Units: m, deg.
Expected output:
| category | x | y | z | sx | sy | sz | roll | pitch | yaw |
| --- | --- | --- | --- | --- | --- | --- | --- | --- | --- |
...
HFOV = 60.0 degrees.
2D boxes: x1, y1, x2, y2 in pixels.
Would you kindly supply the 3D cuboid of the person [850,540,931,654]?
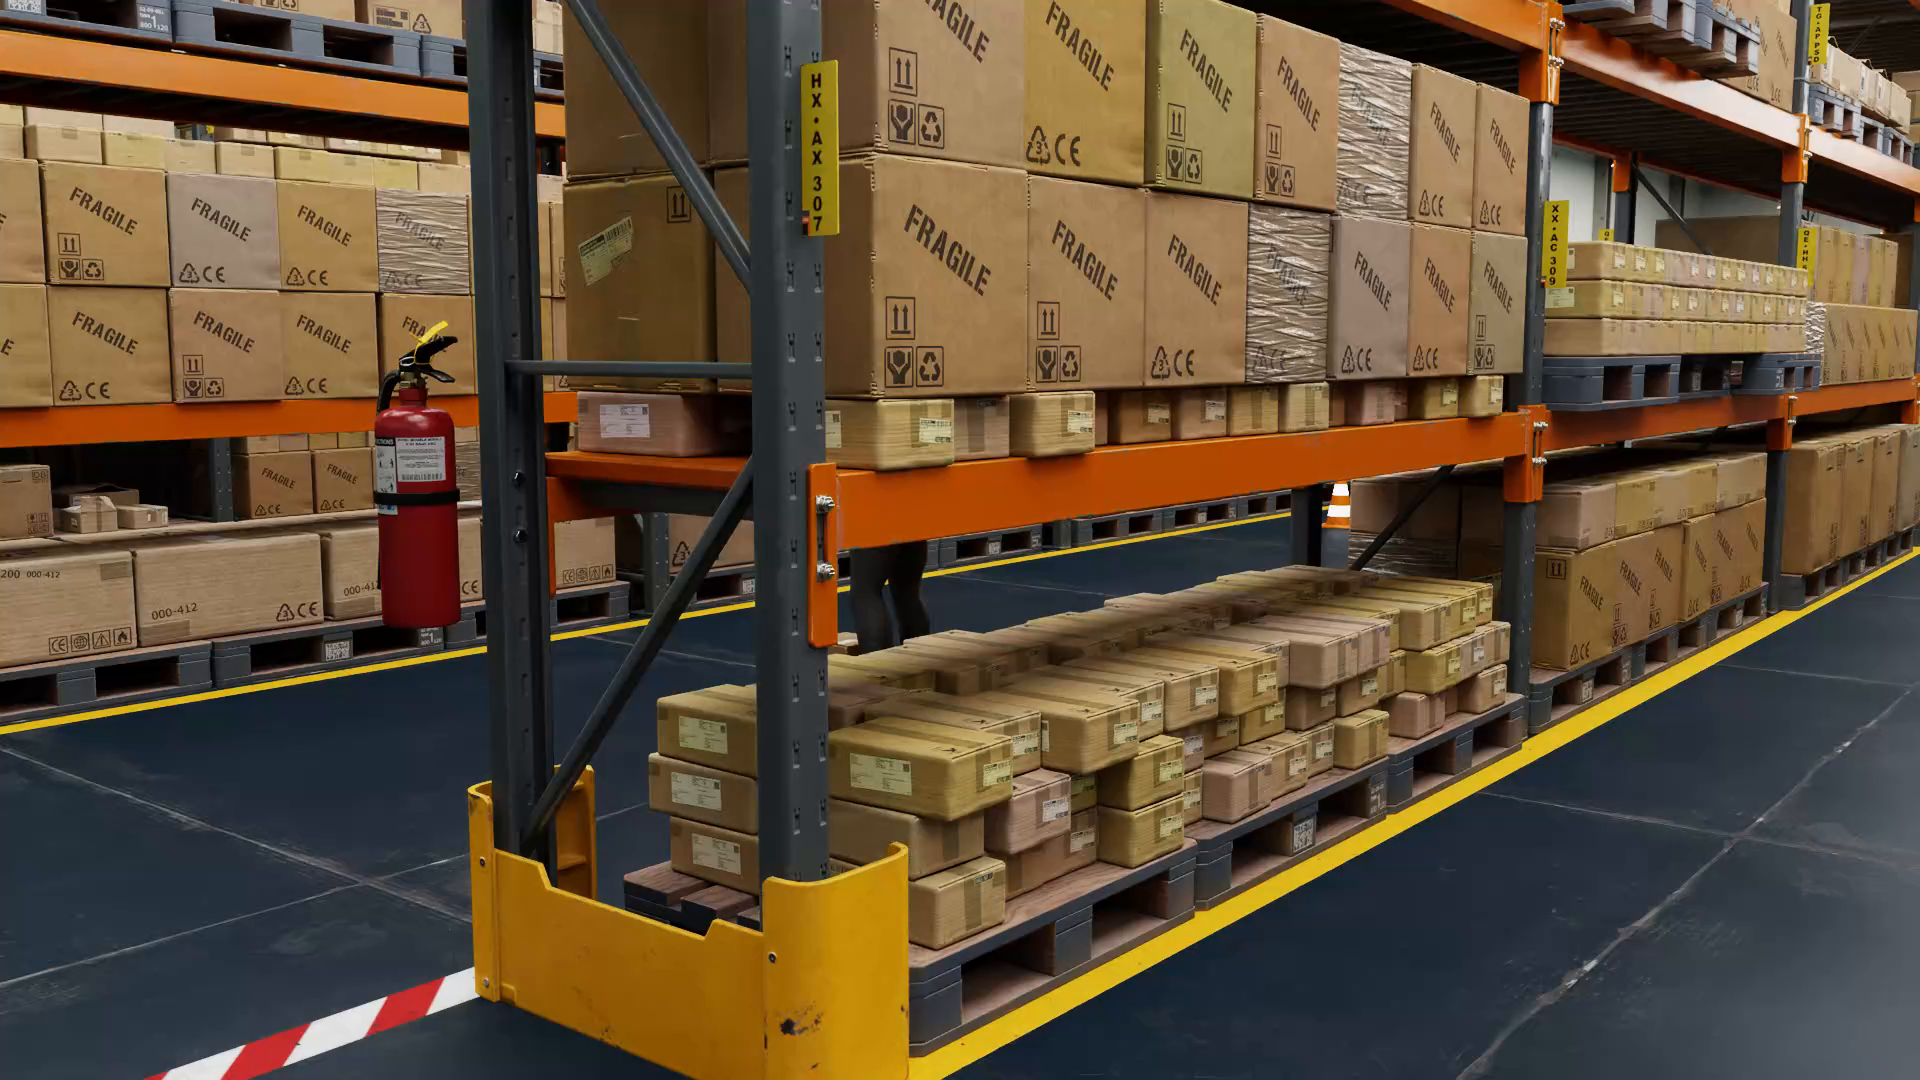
| category | x | y | z | sx | sy | sz | roll | pitch | yaw |
| --- | --- | --- | --- | --- | --- | --- | --- | --- | --- |
| person | -0.312 | -0.115 | 7.232 | 0.347 | 1.654 | 0.505 | 5 | 9 | 37 |
